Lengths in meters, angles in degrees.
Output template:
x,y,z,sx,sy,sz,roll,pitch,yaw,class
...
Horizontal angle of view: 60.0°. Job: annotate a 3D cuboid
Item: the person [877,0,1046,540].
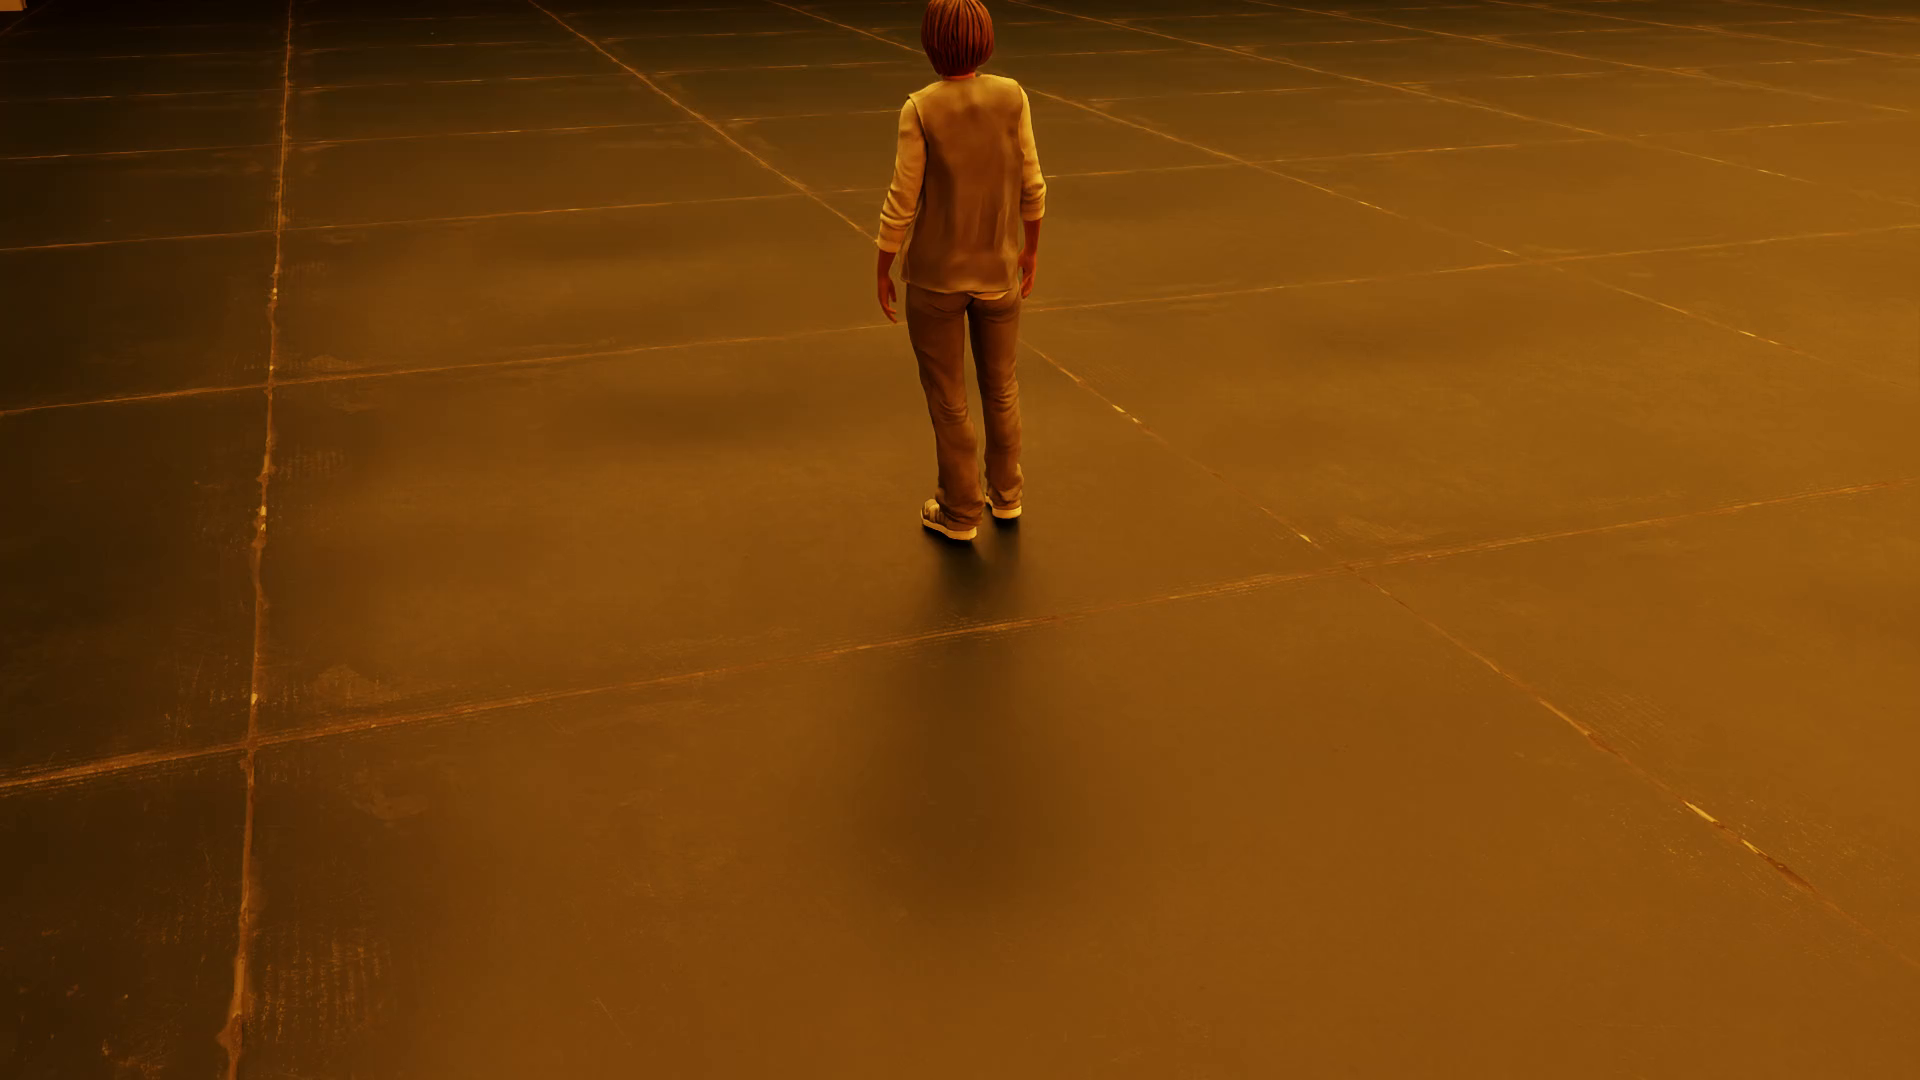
x,y,z,sx,sy,sz,roll,pitch,yaw,class
-0.012,-0.769,4.838,0.520,1.592,0.473,-8,24,-18,person
